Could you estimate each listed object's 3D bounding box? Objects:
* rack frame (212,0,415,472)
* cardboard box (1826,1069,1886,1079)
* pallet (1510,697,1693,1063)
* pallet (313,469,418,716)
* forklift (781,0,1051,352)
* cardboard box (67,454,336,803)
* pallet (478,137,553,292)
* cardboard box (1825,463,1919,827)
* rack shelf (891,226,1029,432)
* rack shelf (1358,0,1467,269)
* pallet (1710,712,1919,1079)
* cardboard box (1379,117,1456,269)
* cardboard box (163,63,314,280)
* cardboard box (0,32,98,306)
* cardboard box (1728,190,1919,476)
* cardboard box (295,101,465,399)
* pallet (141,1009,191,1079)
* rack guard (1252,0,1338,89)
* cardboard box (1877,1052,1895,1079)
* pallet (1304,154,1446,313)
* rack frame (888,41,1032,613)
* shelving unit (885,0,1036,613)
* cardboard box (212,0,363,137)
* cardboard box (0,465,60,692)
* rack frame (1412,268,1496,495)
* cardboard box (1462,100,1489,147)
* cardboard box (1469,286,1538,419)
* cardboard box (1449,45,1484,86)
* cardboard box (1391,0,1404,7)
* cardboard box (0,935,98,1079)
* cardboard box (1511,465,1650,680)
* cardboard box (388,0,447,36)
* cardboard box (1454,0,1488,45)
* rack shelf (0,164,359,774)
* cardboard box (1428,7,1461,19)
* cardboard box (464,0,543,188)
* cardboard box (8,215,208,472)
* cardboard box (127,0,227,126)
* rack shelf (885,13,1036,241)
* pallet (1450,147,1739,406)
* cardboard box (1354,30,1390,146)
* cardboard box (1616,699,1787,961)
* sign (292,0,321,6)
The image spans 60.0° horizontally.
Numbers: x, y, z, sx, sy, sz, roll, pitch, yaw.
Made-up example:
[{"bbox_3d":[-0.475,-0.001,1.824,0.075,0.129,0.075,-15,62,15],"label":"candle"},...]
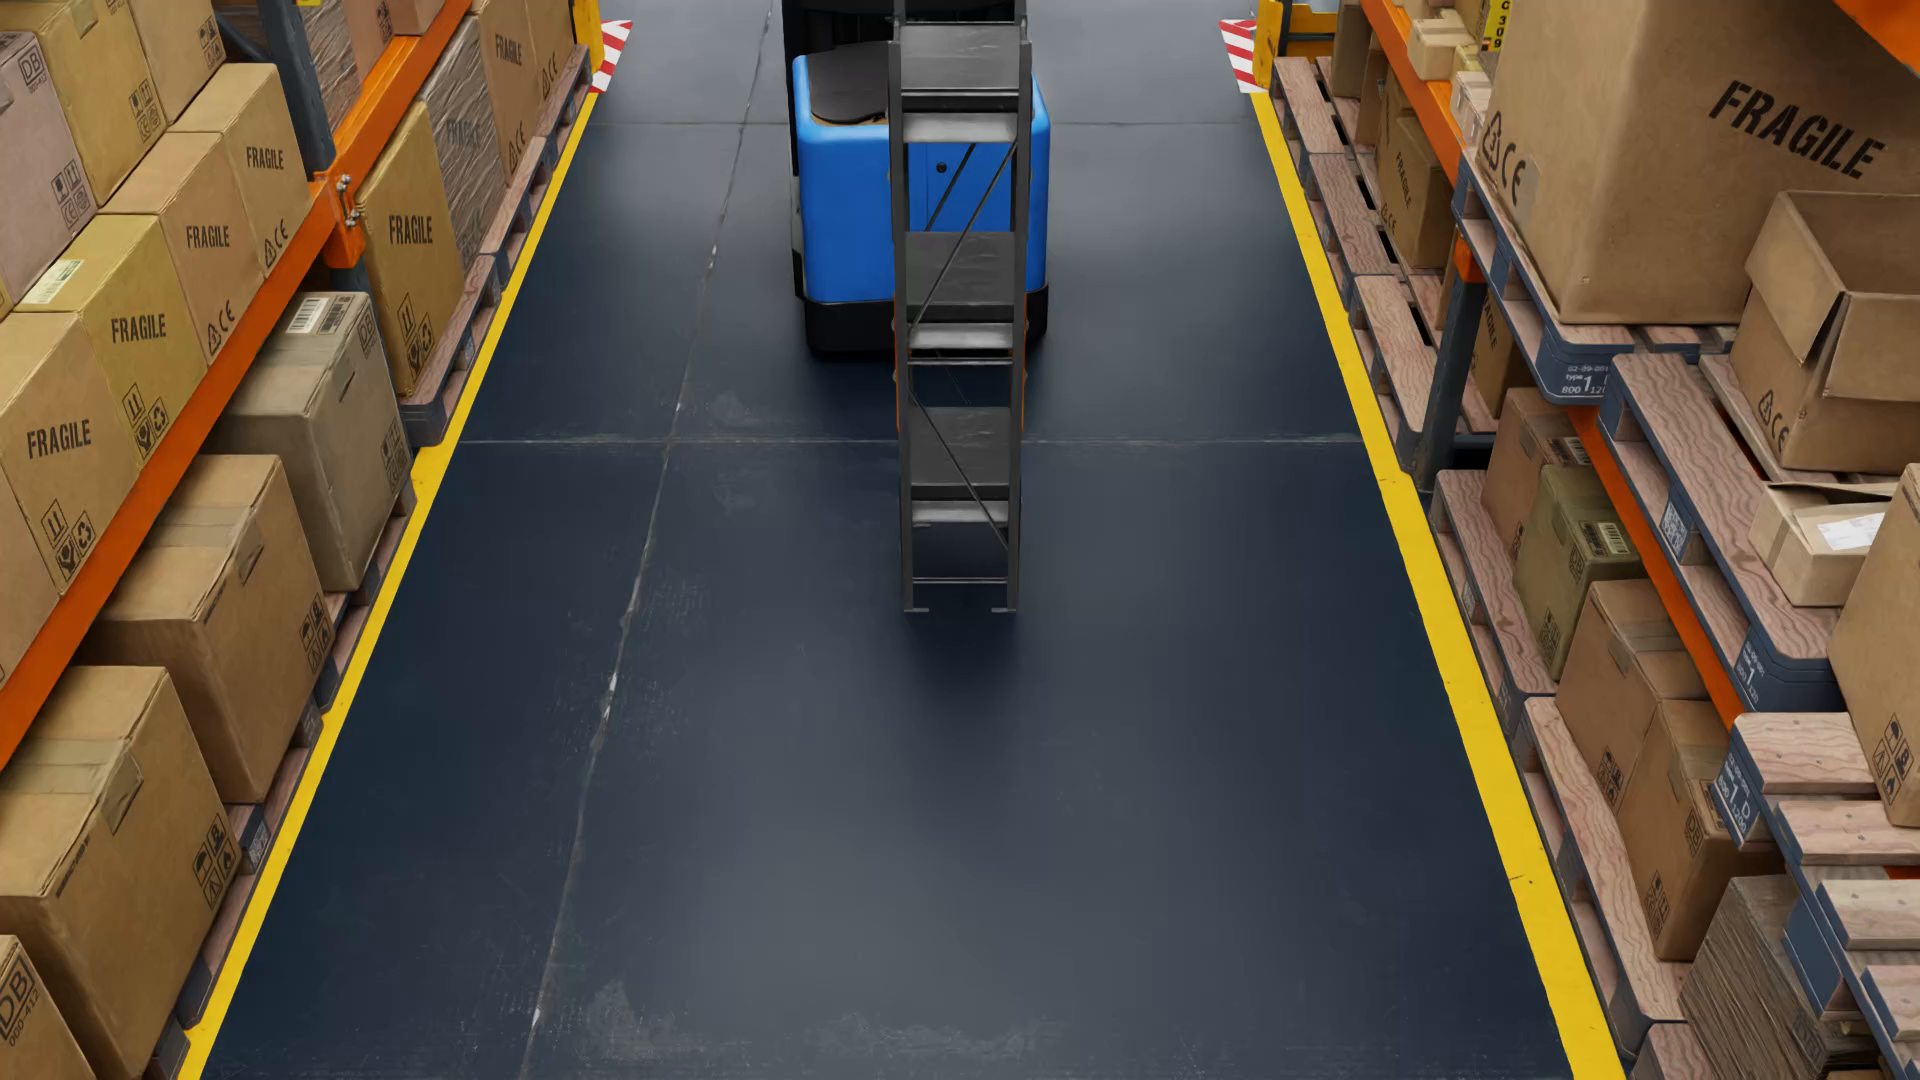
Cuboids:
[{"bbox_3d":[-2.676,-1.444,5.654,1.000,3.000,0.127,0,39,0],"label":"rack frame"},{"bbox_3d":[2.268,1.501,3.625,0.700,0.500,0.500,-2,39,-2],"label":"cardboard box"},{"bbox_3d":[2.291,0.955,4.889,1.003,0.211,1.213,0,39,0],"label":"pallet"},{"bbox_3d":[-2.600,0.126,5.924,1.003,0.211,1.213,0,39,0],"label":"pallet"},{"bbox_3d":[-0.289,-2.863,7.479,1.130,2.935,3.031,-4,39,-5],"label":"forklift"},{"bbox_3d":[-2.588,0.261,4.989,1.050,0.750,0.750,0,39,0],"label":"cardboard box"},{"bbox_3d":[-2.603,-1.597,8.074,1.003,0.211,1.213,0,39,0],"label":"pallet"},{"bbox_3d":[2.148,0.227,3.152,0.700,0.500,0.500,5,39,7],"label":"cardboard box"},{"bbox_3d":[0.000,-0.705,5.473,0.431,0.518,0.480,0,39,0],"label":"rack shelf"},{"bbox_3d":[2.282,-2.355,7.365,1.077,0.370,4.000,0,39,0],"label":"rack shelf"},{"bbox_3d":[2.182,0.746,3.074,1.213,0.211,1.003,0,39,0],"label":"pallet"},{"bbox_3d":[2.236,-1.570,7.473,0.500,0.500,0.500,-3,39,-4],"label":"cardboard box"},{"bbox_3d":[-2.408,-1.157,5.215,0.500,0.500,0.500,0,39,0],"label":"cardboard box"},{"bbox_3d":[-2.666,-0.925,4.127,0.700,0.500,0.500,0,39,0],"label":"cardboard box"},{"bbox_3d":[2.379,-0.505,4.063,0.797,0.503,0.637,4,39,5],"label":"cardboard box"},{"bbox_3d":[-2.607,-1.172,6.678,0.875,0.875,0.875,1,39,1],"label":"cardboard box"},{"bbox_3d":[-2.597,1.652,4.020,1.003,0.211,1.213,0,39,0],"label":"pallet"},{"bbox_3d":[2.280,-2.863,9.423,1.175,0.500,0.348,0,39,0],"label":"rack guard"},{"bbox_3d":[2.258,1.209,3.390,0.500,0.250,0.500,1,39,2],"label":"cardboard box"},{"bbox_3d":[2.244,-1.481,7.930,1.003,0.211,1.213,0,39,0],"label":"pallet"},{"bbox_3d":[0.000,-0.563,5.274,0.400,2.100,0.015,0,39,0],"label":"rack frame"},{"bbox_3d":[0.000,-0.716,5.464,0.431,2.100,0.503,0,39,0],"label":"shelving unit"},{"bbox_3d":[-2.688,-1.734,5.895,0.875,0.550,0.550,0,39,0],"label":"cardboard box"},{"bbox_3d":[-2.405,0.104,3.642,0.500,0.500,0.500,0,39,0],"label":"cardboard box"},{"bbox_3d":[2.284,-1.385,5.579,1.000,3.000,0.127,0,39,0],"label":"rack frame"},{"bbox_3d":[1.990,-1.421,5.825,0.380,0.149,0.250,0,39,0],"label":"cardboard box"},{"bbox_3d":[2.324,-0.823,6.542,0.500,0.500,0.500,-1,39,-1],"label":"cardboard box"},{"bbox_3d":[2.059,-1.734,6.216,0.380,0.149,0.250,0,39,0],"label":"cardboard box"},{"bbox_3d":[2.003,-2.359,6.996,0.380,0.149,0.250,0,39,0],"label":"cardboard box"},{"bbox_3d":[-2.582,1.390,3.580,1.050,0.750,0.750,-1,39,-1],"label":"cardboard box"},{"bbox_3d":[2.245,0.101,5.372,0.700,0.500,0.500,0,39,0],"label":"cardboard box"},{"bbox_3d":[-2.594,-2.415,6.745,0.875,0.550,0.550,0,39,0],"label":"cardboard box"},{"bbox_3d":[2.380,-2.134,6.196,0.875,0.500,0.500,0,39,0],"label":"cardboard box"},{"bbox_3d":[-2.673,0.087,4.318,1.077,0.370,4.000,0,39,0],"label":"rack shelf"},{"bbox_3d":[2.079,-2.046,6.606,0.380,0.149,0.250,0,39,0],"label":"cardboard box"},{"bbox_3d":[-2.610,-2.306,8.092,0.875,0.875,0.875,-1,39,-1],"label":"cardboard box"},{"bbox_3d":[-2.407,-0.525,4.427,0.500,0.500,0.500,0,39,0],"label":"cardboard box"},{"bbox_3d":[-2.669,-1.563,4.922,0.700,0.500,0.500,-1,39,-1],"label":"cardboard box"},{"bbox_3d":[0.000,-1.251,5.035,0.431,0.518,0.480,0,39,0],"label":"rack shelf"},{"bbox_3d":[2.140,-0.832,5.043,1.003,0.211,1.213,0,39,0],"label":"pallet"},{"bbox_3d":[2.299,-2.310,8.397,0.500,0.500,0.500,10,40,12],"label":"cardboard box"},{"bbox_3d":[2.247,0.800,4.500,0.700,0.500,0.500,3,39,4],"label":"cardboard box"},{"bbox_3d":[-2.133,-1.872,5.324,0.100,0.325,0.005,0,39,0],"label":"sign"}]
